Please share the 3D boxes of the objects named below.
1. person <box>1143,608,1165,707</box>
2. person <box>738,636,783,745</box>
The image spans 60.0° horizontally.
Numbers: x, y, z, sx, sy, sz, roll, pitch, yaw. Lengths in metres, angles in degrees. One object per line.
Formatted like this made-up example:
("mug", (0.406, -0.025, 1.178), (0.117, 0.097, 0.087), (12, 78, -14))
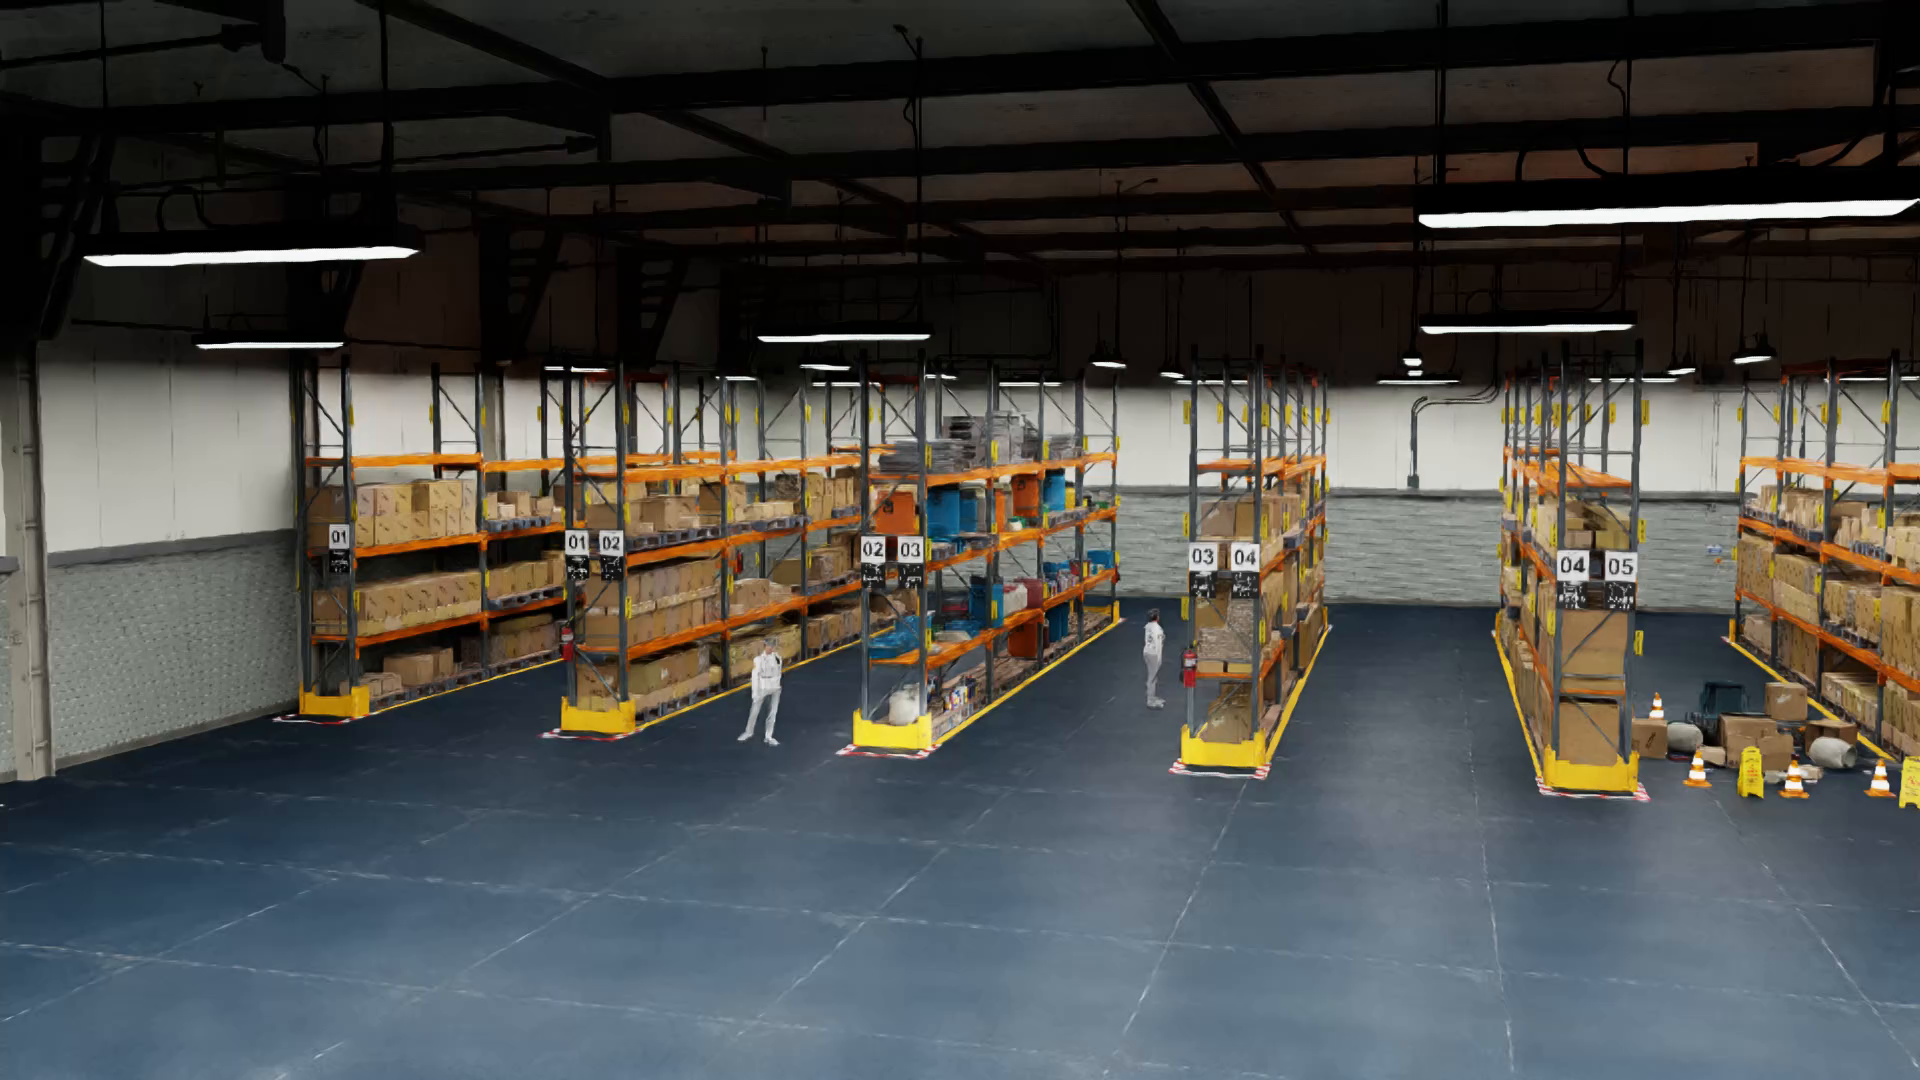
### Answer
("person", (3.372, 2.007, 28.640), (0.411, 1.677, 0.537), (-1, 4, -16))
("person", (-3.027, 2.279, 25.288), (0.669, 1.661, 0.500), (-2, 5, -25))
